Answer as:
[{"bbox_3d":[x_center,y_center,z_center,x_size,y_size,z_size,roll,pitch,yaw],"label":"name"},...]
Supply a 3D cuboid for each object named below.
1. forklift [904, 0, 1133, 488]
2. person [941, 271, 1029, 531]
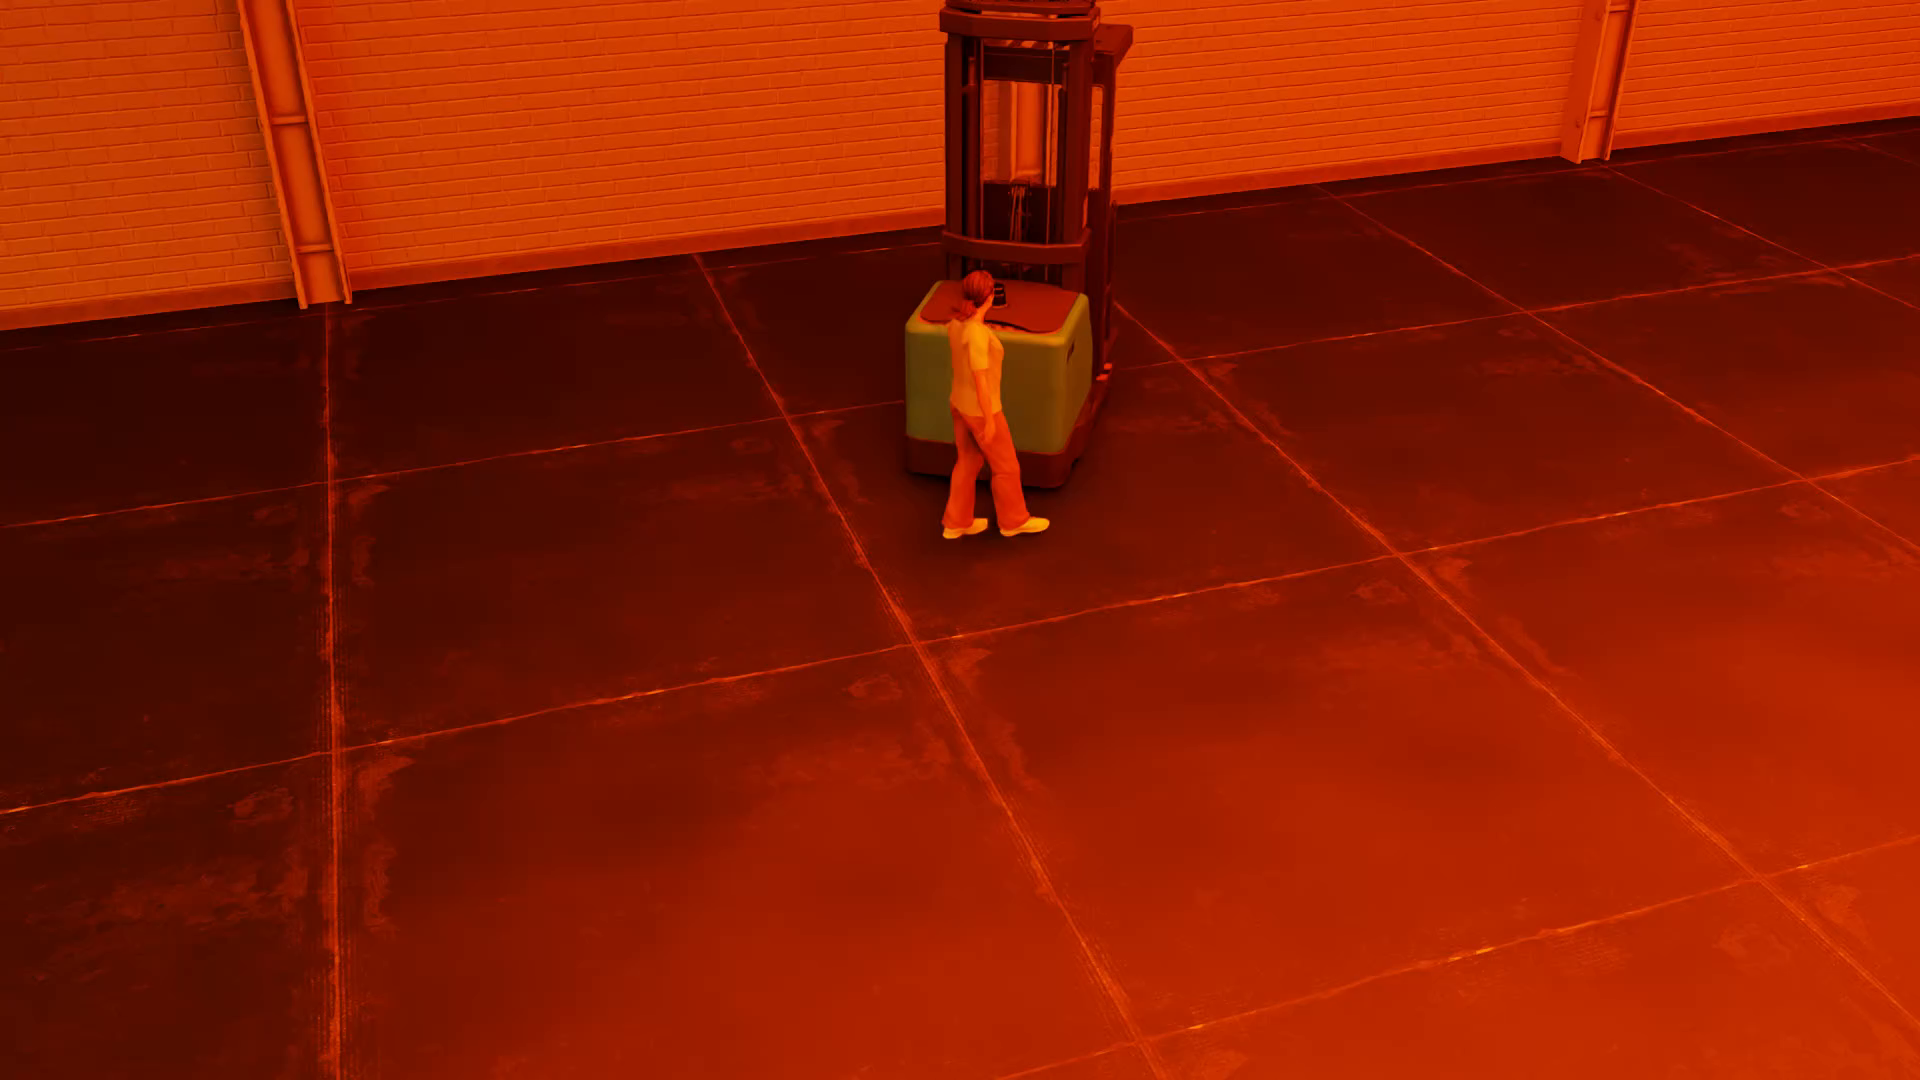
[{"bbox_3d":[0.502,-2.318,11.116,1.130,2.935,3.031,7,31,12],"label":"forklift"},{"bbox_3d":[0.122,-0.809,9.719,0.504,1.596,0.618,-13,32,-21],"label":"person"}]
